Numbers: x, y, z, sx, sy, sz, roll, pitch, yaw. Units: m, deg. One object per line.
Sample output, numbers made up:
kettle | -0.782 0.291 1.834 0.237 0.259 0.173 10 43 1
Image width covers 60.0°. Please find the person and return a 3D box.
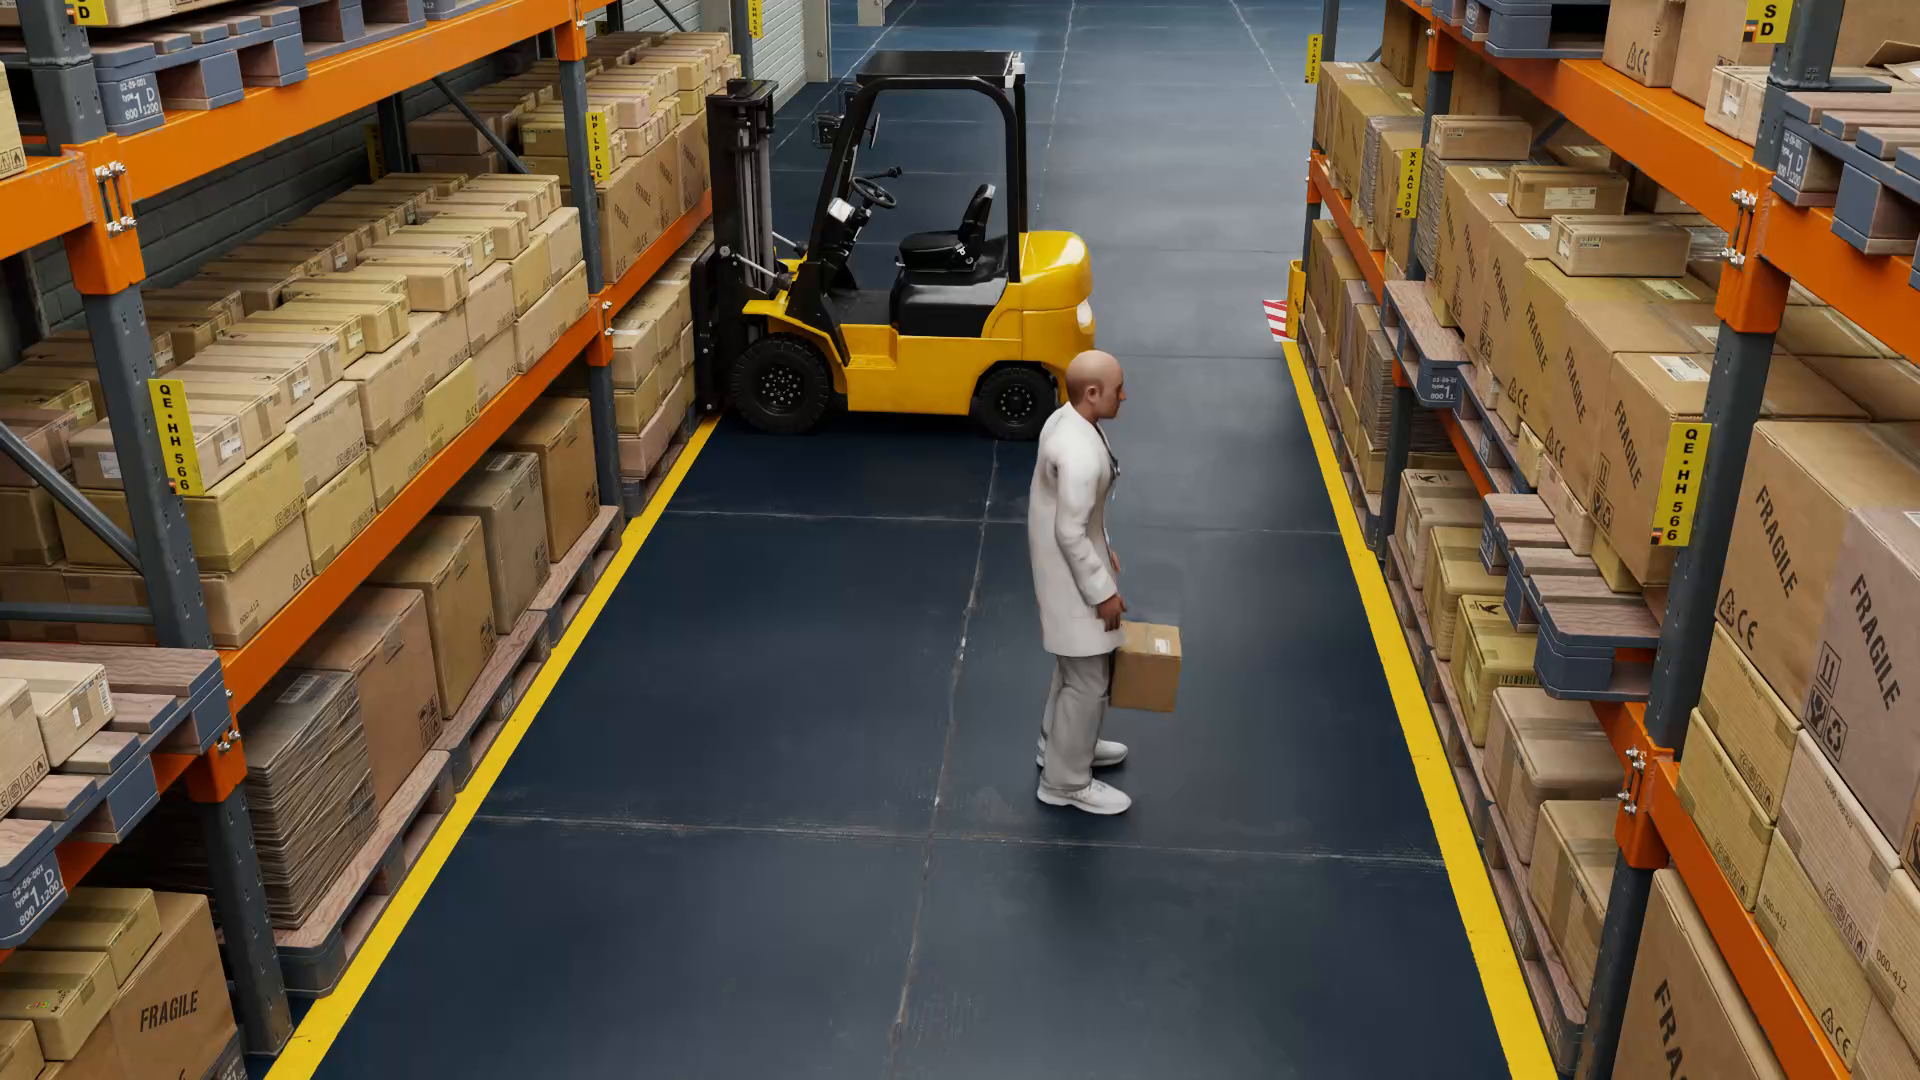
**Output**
person | 0.464 0.142 6.302 0.423 1.777 0.591 1 24 3
